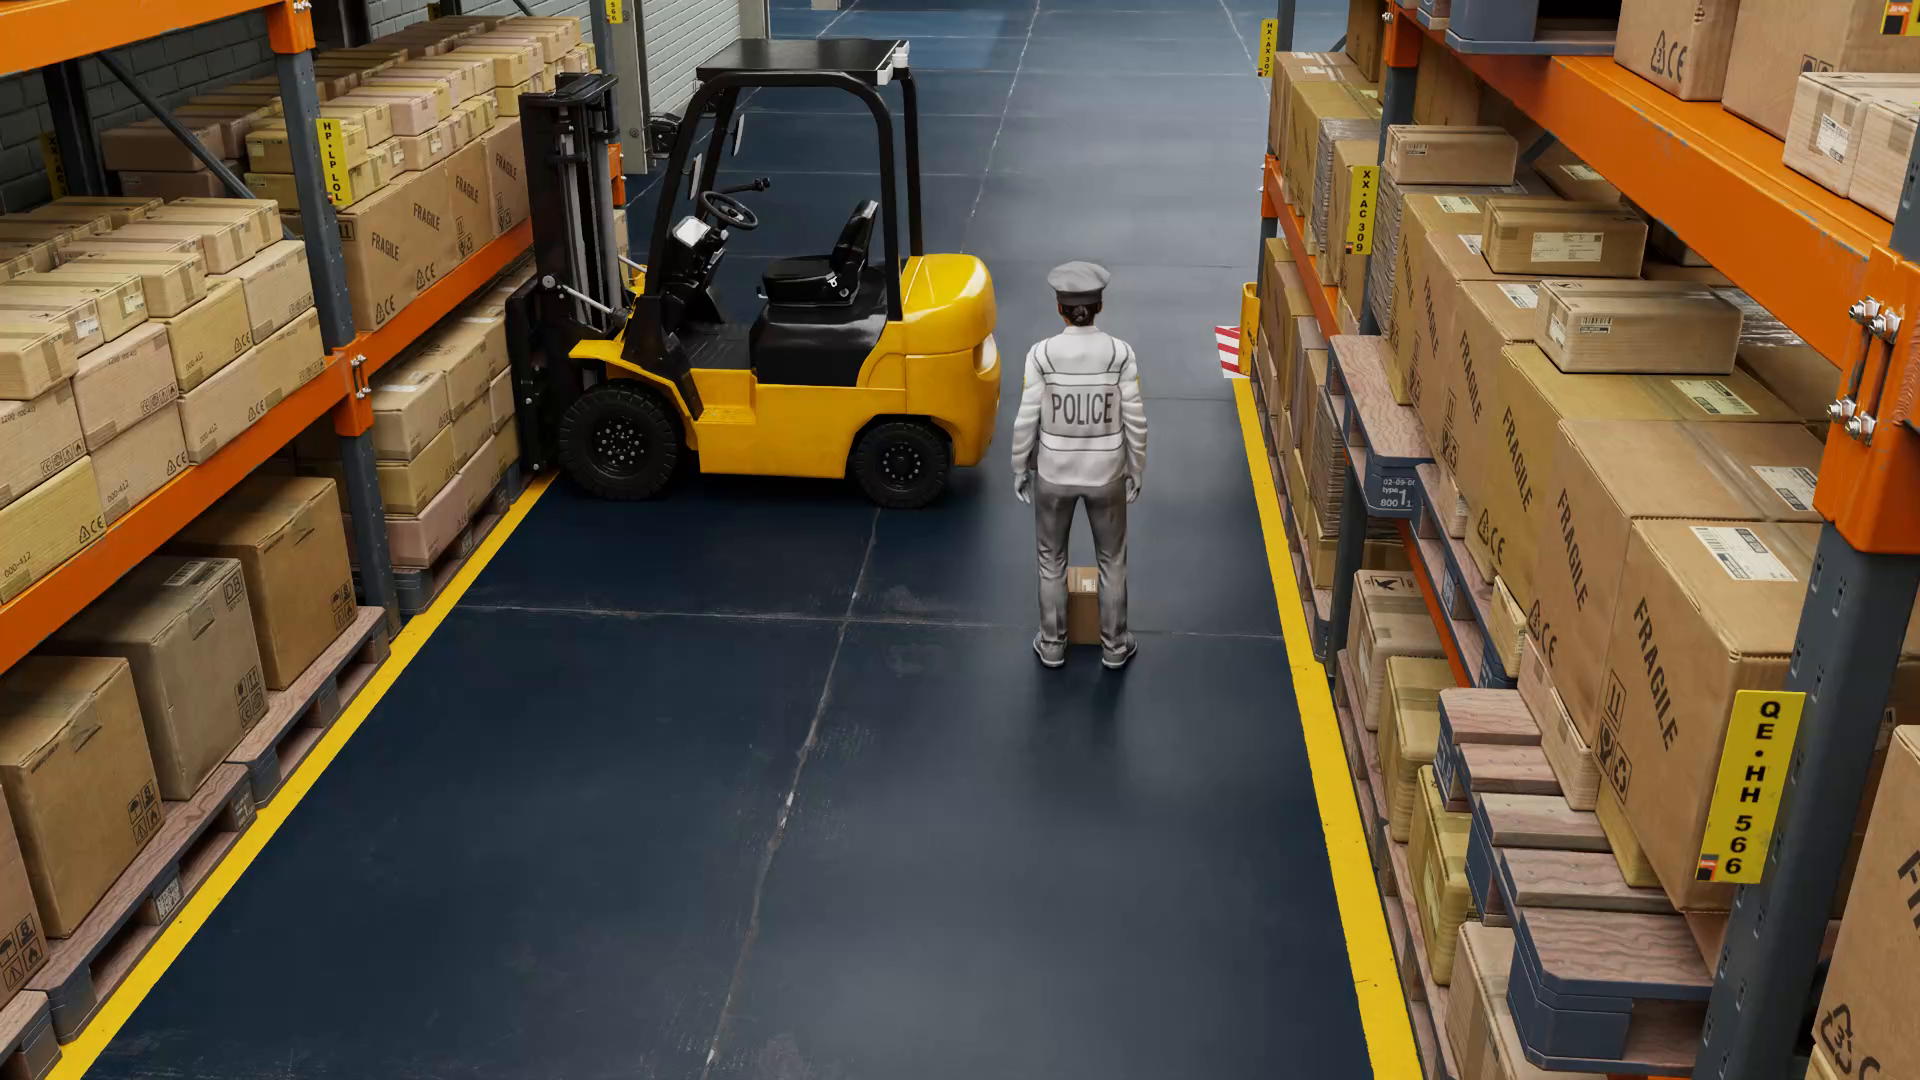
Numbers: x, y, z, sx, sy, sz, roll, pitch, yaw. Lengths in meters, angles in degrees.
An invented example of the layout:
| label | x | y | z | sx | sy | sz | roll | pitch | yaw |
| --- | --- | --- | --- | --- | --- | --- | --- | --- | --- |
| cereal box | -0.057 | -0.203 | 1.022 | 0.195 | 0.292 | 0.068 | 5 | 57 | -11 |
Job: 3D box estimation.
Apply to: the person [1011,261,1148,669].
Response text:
| label | x | y | z | sx | sy | sz | roll | pitch | yaw |
| --- | --- | --- | --- | --- | --- | --- | --- | --- | --- |
| person | 0.478 | -0.262 | 6.667 | 0.547 | 1.667 | 0.369 | 1 | 25 | 1 |
